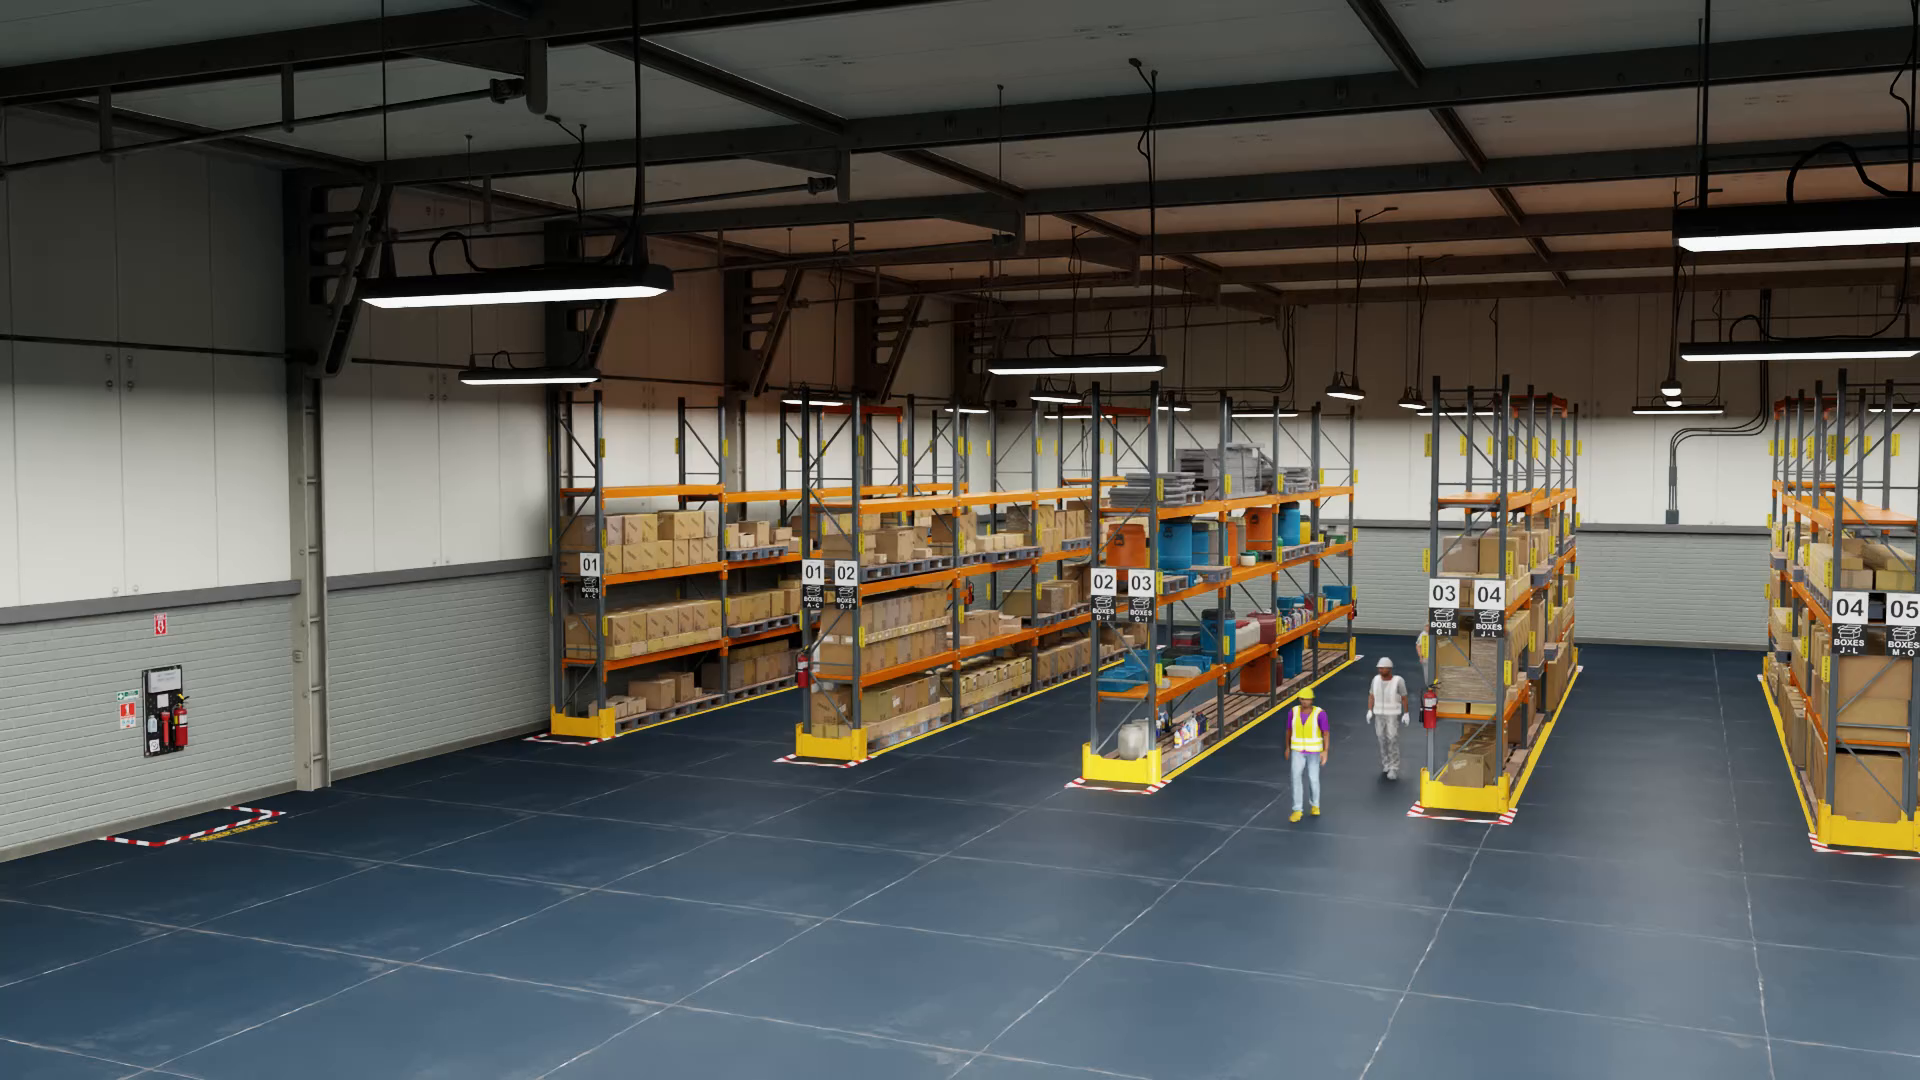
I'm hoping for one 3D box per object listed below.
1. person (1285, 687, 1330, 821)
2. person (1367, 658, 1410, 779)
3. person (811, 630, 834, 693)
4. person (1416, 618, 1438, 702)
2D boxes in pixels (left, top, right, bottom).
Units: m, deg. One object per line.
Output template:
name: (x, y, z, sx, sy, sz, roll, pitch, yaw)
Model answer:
person: (4.690, 2.885, 22.528, 0.638, 1.796, 0.659, 2, 3, 26)
person: (6.499, 2.704, 25.467, 0.622, 1.787, 0.656, 3, 4, 40)
person: (-2.498, 2.468, 29.895, 0.577, 1.793, 0.733, 1, 3, 11)
person: (9.329, 2.358, 32.672, 0.716, 1.687, 0.716, 2, 4, 33)
